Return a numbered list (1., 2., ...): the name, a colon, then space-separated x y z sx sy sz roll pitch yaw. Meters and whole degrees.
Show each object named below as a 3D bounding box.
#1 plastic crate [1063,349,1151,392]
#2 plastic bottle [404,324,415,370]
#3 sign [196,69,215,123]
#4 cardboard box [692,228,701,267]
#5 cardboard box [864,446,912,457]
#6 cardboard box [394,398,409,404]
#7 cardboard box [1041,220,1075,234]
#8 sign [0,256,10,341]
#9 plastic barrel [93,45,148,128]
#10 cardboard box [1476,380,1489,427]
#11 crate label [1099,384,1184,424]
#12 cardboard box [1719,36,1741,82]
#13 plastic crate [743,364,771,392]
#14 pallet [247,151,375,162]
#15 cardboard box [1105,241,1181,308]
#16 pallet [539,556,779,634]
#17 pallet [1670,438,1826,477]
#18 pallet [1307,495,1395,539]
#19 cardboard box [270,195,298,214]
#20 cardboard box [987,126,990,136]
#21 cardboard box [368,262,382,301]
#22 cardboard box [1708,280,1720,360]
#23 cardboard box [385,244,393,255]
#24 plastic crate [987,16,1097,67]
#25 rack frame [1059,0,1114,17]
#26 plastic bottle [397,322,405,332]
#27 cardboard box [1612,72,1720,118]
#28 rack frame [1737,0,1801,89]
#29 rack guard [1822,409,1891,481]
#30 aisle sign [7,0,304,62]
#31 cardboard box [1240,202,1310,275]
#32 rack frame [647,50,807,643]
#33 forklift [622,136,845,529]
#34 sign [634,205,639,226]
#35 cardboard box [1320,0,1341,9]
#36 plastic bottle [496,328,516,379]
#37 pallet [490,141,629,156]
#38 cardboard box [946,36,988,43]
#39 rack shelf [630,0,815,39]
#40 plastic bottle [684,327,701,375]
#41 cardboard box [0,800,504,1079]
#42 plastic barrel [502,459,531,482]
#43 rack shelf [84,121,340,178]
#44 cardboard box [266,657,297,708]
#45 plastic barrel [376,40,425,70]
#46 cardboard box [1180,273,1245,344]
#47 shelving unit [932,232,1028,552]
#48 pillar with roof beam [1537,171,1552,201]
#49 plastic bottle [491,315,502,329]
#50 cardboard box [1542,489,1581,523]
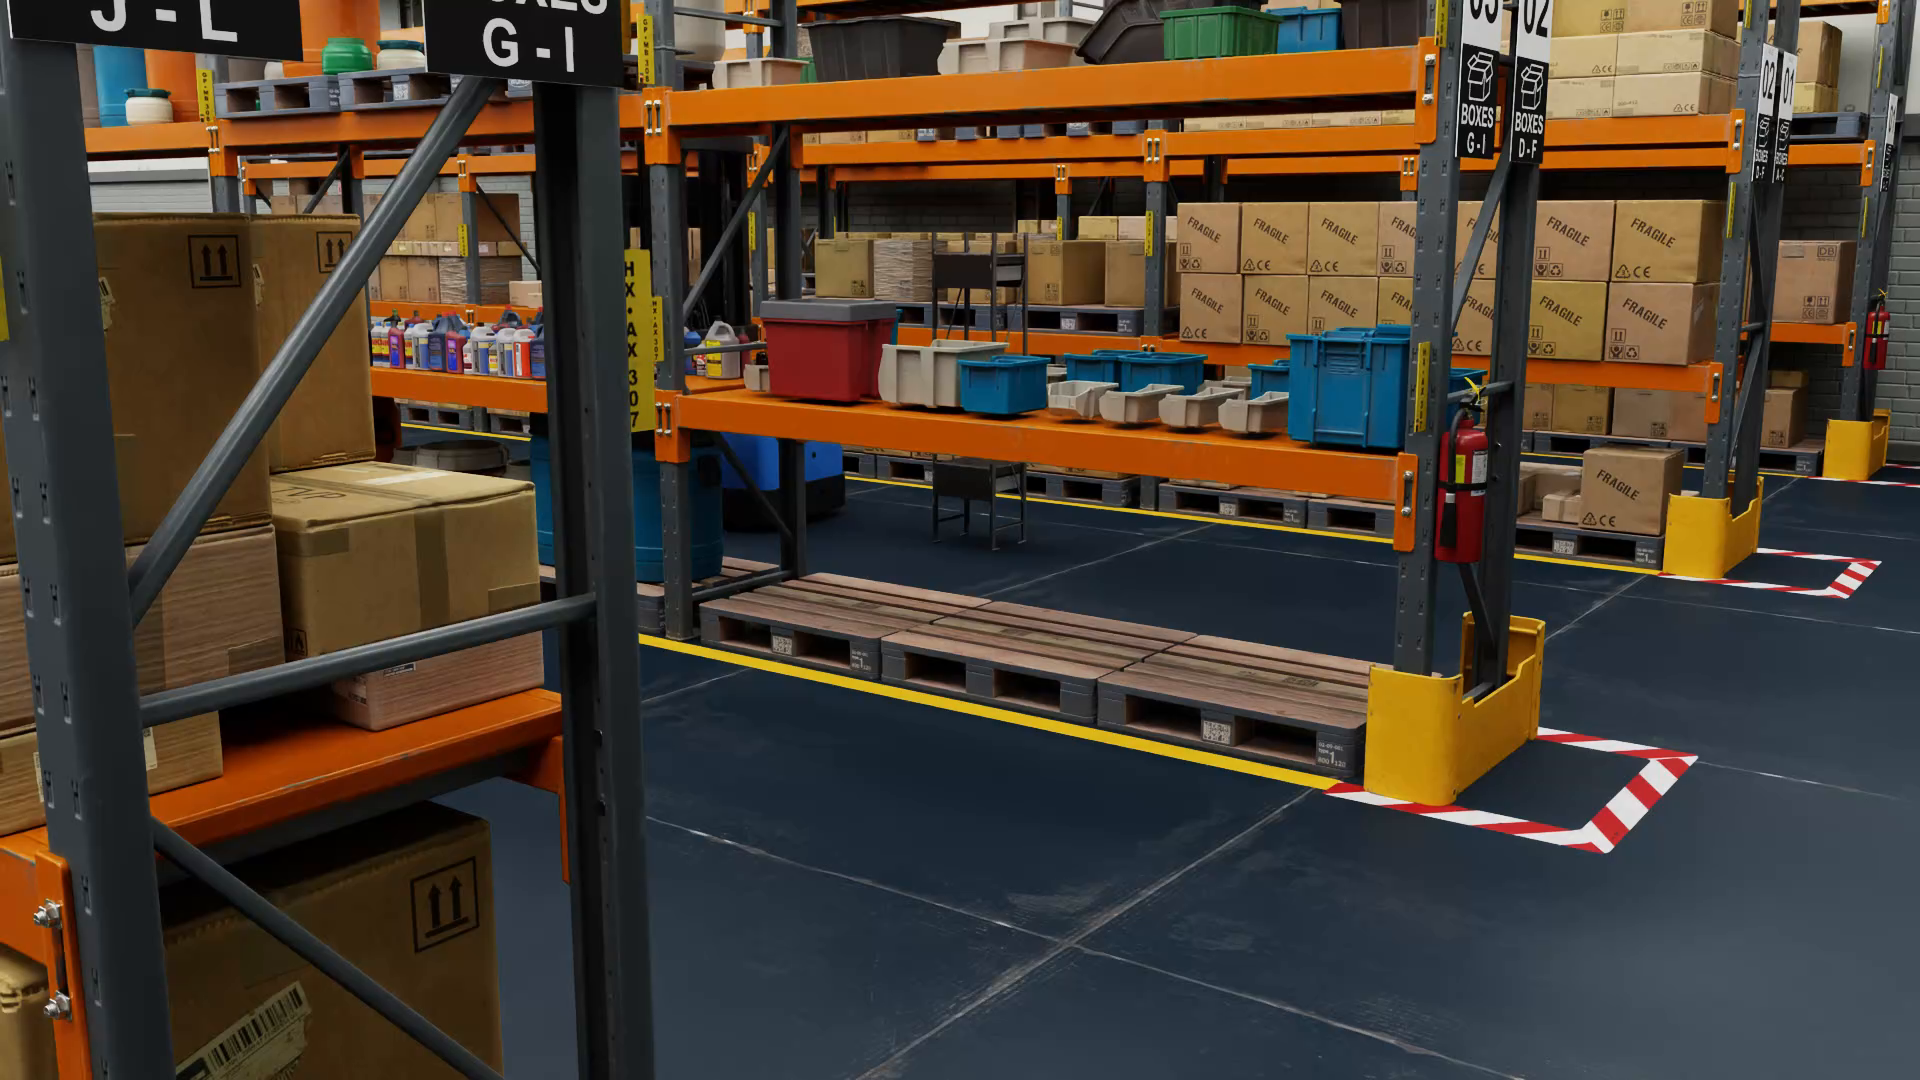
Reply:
1. plastic crate: 0.701 -0.774 7.914 0.300 0.233 0.416 8 13 36
2. plastic bottle: -3.274 -1.157 9.954 0.097 0.271 0.097 0 11 0
3. sign: -4.760 -2.802 10.494 0.005 0.325 0.100 8 13 36
4. cardboard box: -3.169 -3.856 21.931 0.500 0.500 0.500 7 13 34
5. cardboard box: -0.481 -1.002 14.236 0.500 0.500 0.500 8 13 35
6. cardboard box: -6.041 -1.660 18.346 0.500 0.250 0.500 8 13 36
7. cardboard box: 1.128 -3.600 19.112 0.250 0.149 0.380 6 12 28
8. sign: -1.256 -0.411 2.087 0.005 0.325 0.100 8 13 36
9. plastic barrel: -6.071 -3.463 12.317 0.708 0.901 0.600 8 13 36
10. cardboard box: 5.190 -1.412 16.406 0.500 0.500 0.700 8 14 36
11. crate label: 0.780 -0.593 7.232 0.243 0.136 0.396 8 13 36
12. cardboard box: 4.683 -3.066 10.664 0.500 0.250 0.500 8 13 36
13. plastic crate: -0.925 -0.842 8.520 0.243 0.136 0.396 8 13 36
14. pallet: -7.398 -4.469 19.068 1.213 0.211 1.003 8 13 36
15. cardboard box: 1.470 -2.117 13.205 0.500 0.500 0.700 3 11 16
16. pallet: -1.813 0.260 9.631 1.213 0.211 1.003 8 13 36
17. pallet: 7.182 -0.792 15.067 1.213 0.211 1.003 8 13 36
18. pallet: 3.260 -0.190 11.958 1.213 0.211 1.003 8 13 36
19. cardboard box: -7.542 -3.749 19.331 0.500 0.500 0.700 8 14 36
20. cardboard box: 0.434 -4.676 19.579 0.637 0.503 0.797 11 15 43
21. cardboard box: -6.335 -2.944 18.587 0.500 0.500 0.700 8 14 37
22. cardboard box: 4.742 -1.464 10.934 0.500 0.500 0.500 8 14 37
23. cardboard box: -6.097 -3.182 18.107 0.250 0.149 0.380 8 14 37
24. plastic crate: 0.405 -2.277 7.818 0.530 0.282 0.437 8 13 36
25. rack frame: 1.424 -5.928 18.479 0.127 3.000 1.000 8 13 36
26. plastic bottle: -3.779 -1.372 11.249 0.097 0.201 0.097 0 11 0
27. cardboard box: 4.373 -2.741 10.297 0.500 0.250 0.500 8 13 36
28. rack frame: 4.943 -4.270 9.908 0.127 3.000 1.000 8 13 36
29. rack guard: 7.892 -0.853 14.623 0.348 0.500 1.175 8 13 36
30. aisle sign: -1.043 -1.030 2.114 0.004 0.787 0.394 8 13 36
31. cardboard box: 2.349 -2.160 11.902 0.500 0.500 0.500 7 13 34
32. rack frame: -1.216 -1.016 8.884 0.127 3.000 1.000 8 13 36
33. forklift: -2.400 -1.699 12.594 3.031 2.935 1.130 6 13 29
34. sign: -4.679 -4.688 23.985 0.005 0.325 0.100 8 13 36
35. cardboard box: 2.859 -3.605 11.472 0.500 0.500 0.700 8 13 36
36. plastic bottle: -2.534 -1.063 9.453 0.135 0.276 0.152 8 13 36
37. pallet: -4.010 -3.955 16.682 1.217 0.209 0.805 7 13 33
38. cardboard box: 0.280 -3.768 13.582 0.600 0.600 0.600 7 13 33
39. rack shelf: -3.117 -4.844 15.825 4.000 0.370 1.077 8 13 36
40. plastic bottle: -1.549 -1.096 9.634 0.097 0.271 0.097 0 11 0
41. cardboard box: -1.487 0.969 3.111 0.875 0.875 0.875 8 13 36
42. plastic barrel: -2.617 -0.221 10.221 0.421 0.512 0.421 0 11 0
43. rack shelf: -6.052 -2.810 12.155 4.000 0.370 1.077 8 13 36
44. cardboard box: -1.222 0.196 3.280 0.250 0.149 0.380 8 13 35
45. plastic barrel: -3.489 -2.979 10.390 0.301 0.262 0.301 0 11 0
46. cardboard box: 1.969 -1.724 12.281 0.500 0.500 0.500 8 14 37
47. shelving unit: 0.133 -1.012 11.234 0.503 2.100 0.431 8 13 36
48. pillar with roof beam: 3.176 -4.873 13.025 0.400 9.000 9.100 8 13 36
49. plastic bottle: -2.940 -1.300 10.658 0.133 0.283 0.061 8 13 36
50. cardboard box: 4.086 -0.232 11.132 0.250 0.166 0.380 8 13 36
